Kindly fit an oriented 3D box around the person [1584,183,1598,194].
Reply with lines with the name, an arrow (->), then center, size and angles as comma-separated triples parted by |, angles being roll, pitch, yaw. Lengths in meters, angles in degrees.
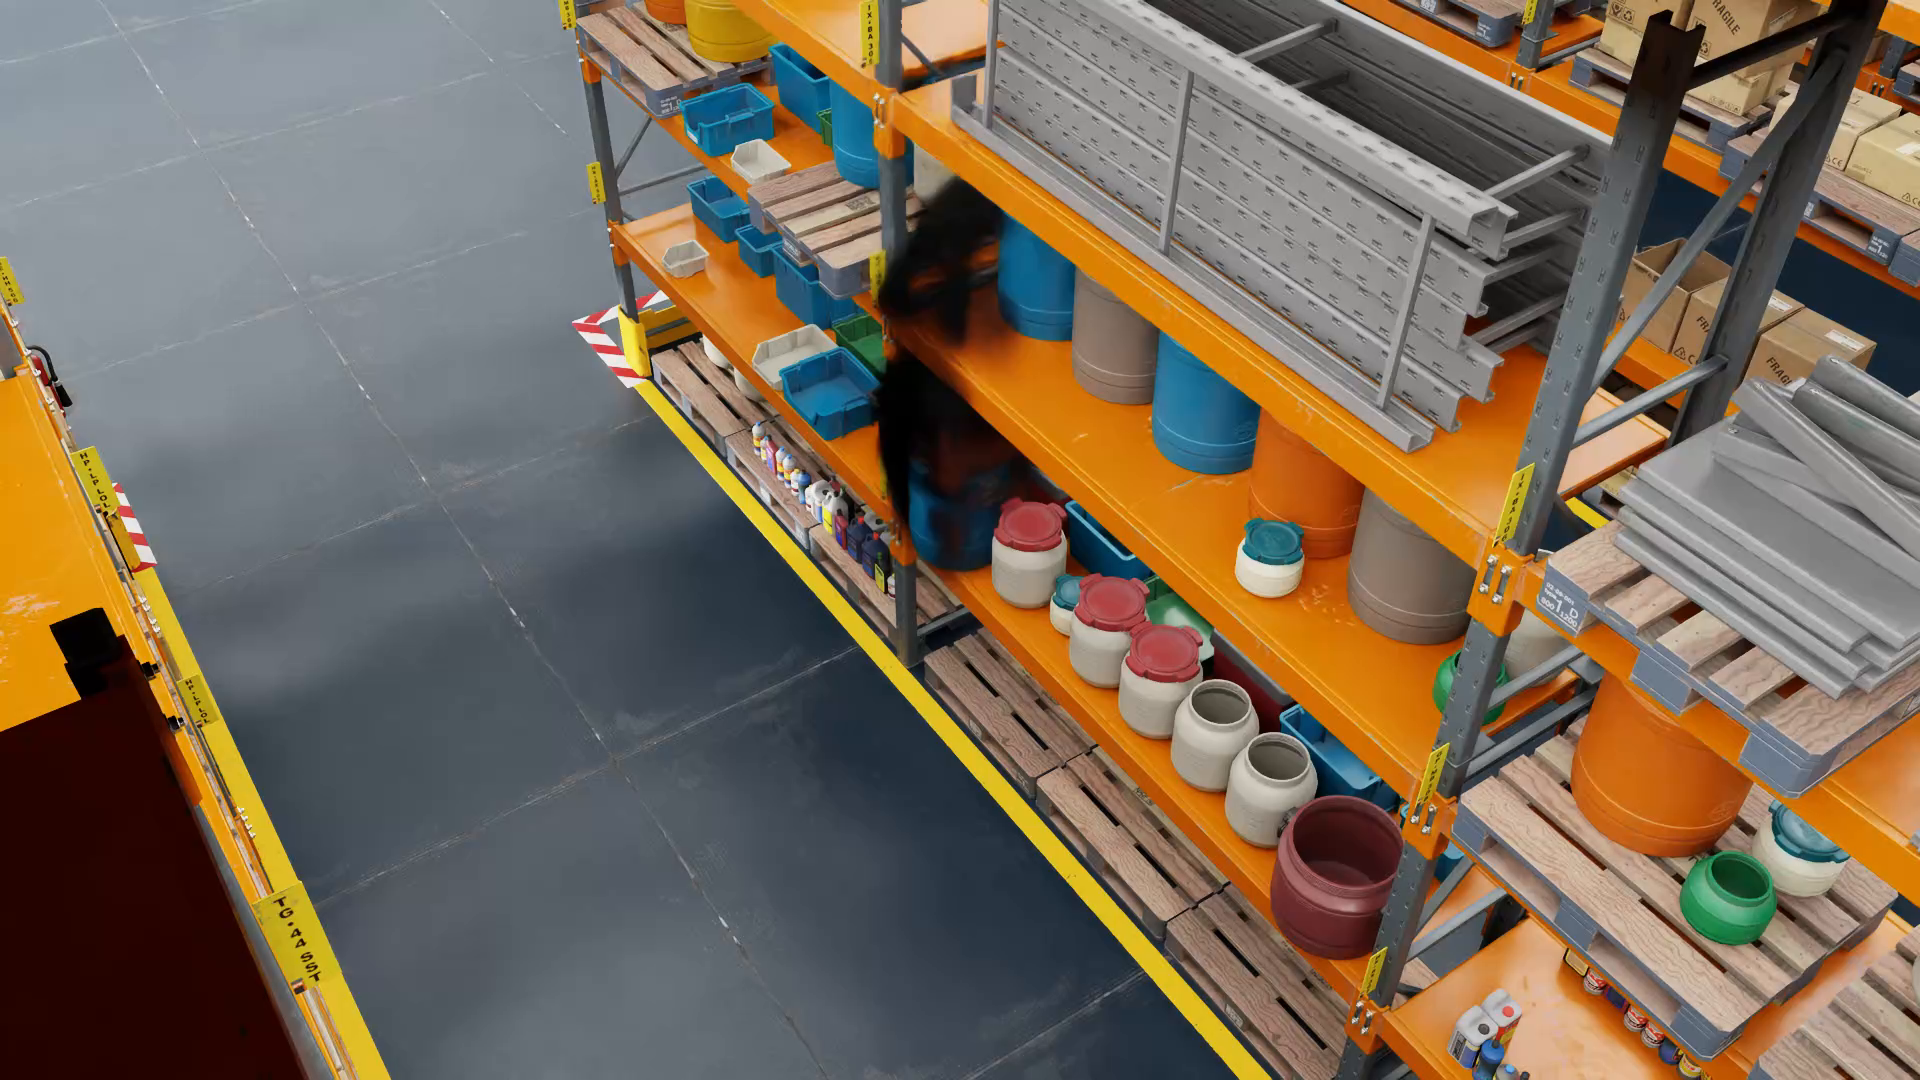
person -> 5.292, -2.932, 13.647 | 0.669, 1.773, 0.676 | -25, 48, -25
